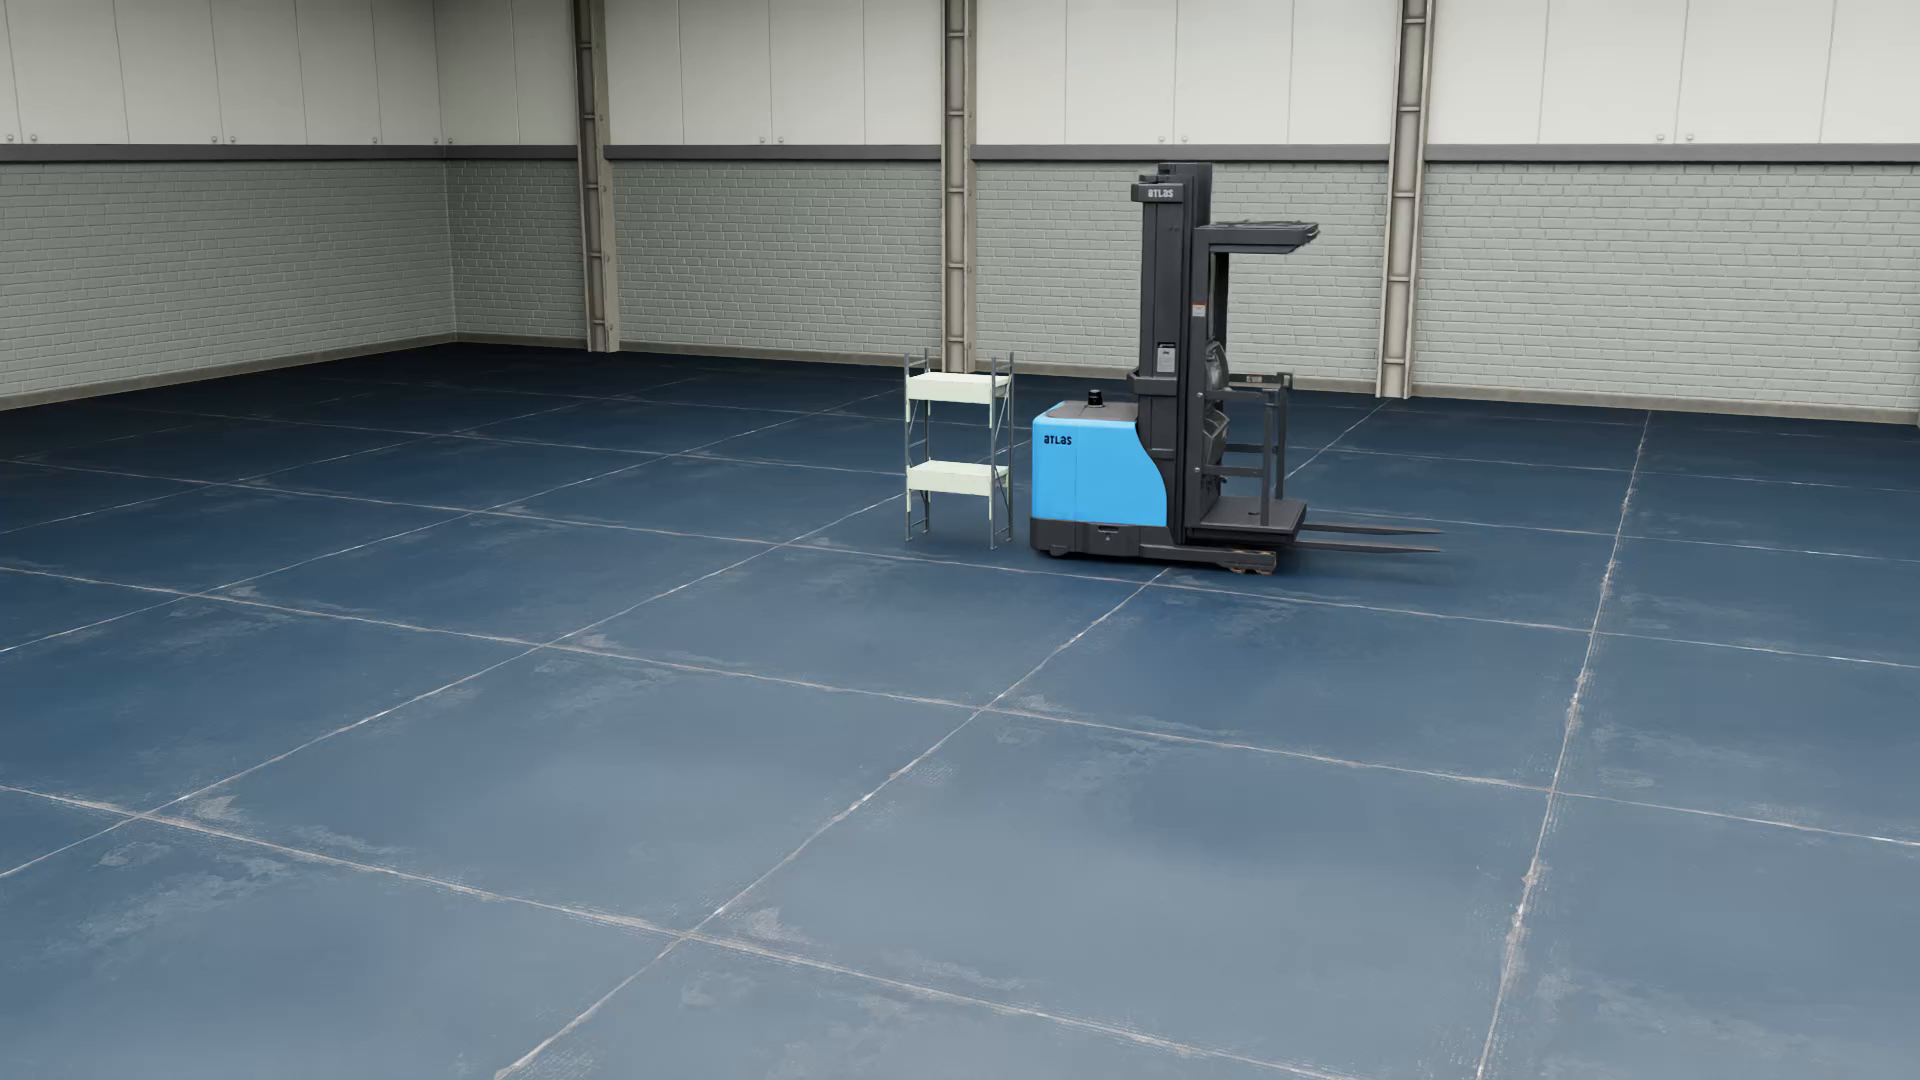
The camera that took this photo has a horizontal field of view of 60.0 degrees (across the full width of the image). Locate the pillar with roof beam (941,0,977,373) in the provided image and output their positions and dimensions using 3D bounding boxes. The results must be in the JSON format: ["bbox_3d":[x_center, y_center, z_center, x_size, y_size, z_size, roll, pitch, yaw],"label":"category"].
[{"bbox_3d":[-1.761,-5.850,18.487,0.400,9.000,9.100,6,14,23],"label":"pillar with roof beam"}]

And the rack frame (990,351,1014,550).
[{"bbox_3d":[0.329,-0.697,12.942,0.023,1.500,0.400,6,14,23],"label":"rack frame"}]

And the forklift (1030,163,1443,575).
[{"bbox_3d":[2.108,-1.306,12.406,3.031,2.935,1.130,4,14,16],"label":"forklift"}]

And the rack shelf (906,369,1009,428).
[{"bbox_3d":[-0.006,-1.111,12.997,0.720,0.370,0.431,6,14,23],"label":"rack shelf"}]

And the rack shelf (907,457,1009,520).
[{"bbox_3d":[-0.006,-0.413,13.161,0.720,0.370,0.431,6,14,23],"label":"rack shelf"}]

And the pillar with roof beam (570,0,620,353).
[{"bbox_3d":[-7.246,-6.405,20.853,0.400,9.000,9.100,6,14,23],"label":"pillar with roof beam"}]

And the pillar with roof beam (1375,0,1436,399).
[{"bbox_3d":[3.725,-5.295,16.121,0.400,9.000,9.100,6,14,23],"label":"pillar with roof beam"}]

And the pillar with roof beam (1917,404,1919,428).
[{"bbox_3d":[9.211,-4.740,13.755,0.400,9.000,9.100,6,14,23],"label":"pillar with roof beam"}]

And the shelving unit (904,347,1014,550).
[{"bbox_3d":[-0.006,-0.731,13.086,0.755,1.500,0.431,6,14,23],"label":"shelving unit"}]

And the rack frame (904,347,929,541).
[{"bbox_3d":[-0.341,-0.765,13.230,0.023,1.500,0.400,6,14,23],"label":"rack frame"}]
